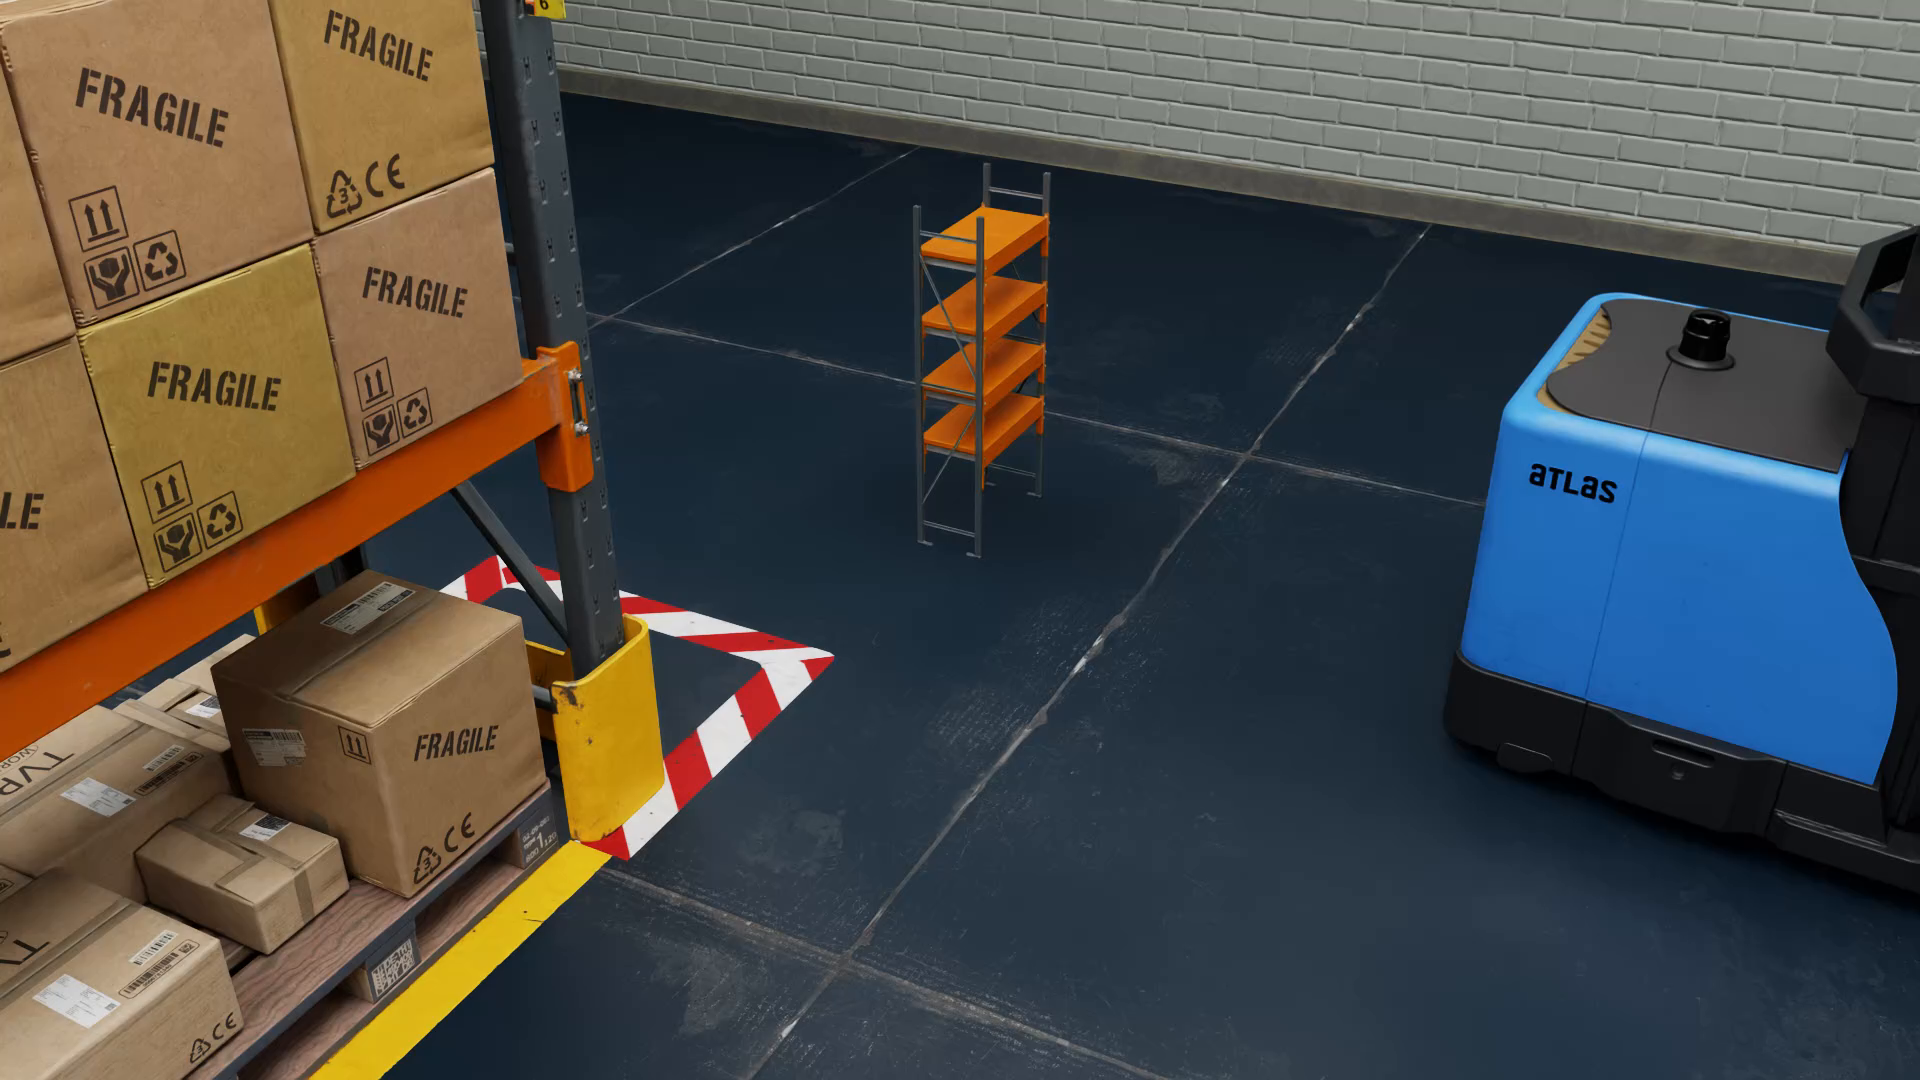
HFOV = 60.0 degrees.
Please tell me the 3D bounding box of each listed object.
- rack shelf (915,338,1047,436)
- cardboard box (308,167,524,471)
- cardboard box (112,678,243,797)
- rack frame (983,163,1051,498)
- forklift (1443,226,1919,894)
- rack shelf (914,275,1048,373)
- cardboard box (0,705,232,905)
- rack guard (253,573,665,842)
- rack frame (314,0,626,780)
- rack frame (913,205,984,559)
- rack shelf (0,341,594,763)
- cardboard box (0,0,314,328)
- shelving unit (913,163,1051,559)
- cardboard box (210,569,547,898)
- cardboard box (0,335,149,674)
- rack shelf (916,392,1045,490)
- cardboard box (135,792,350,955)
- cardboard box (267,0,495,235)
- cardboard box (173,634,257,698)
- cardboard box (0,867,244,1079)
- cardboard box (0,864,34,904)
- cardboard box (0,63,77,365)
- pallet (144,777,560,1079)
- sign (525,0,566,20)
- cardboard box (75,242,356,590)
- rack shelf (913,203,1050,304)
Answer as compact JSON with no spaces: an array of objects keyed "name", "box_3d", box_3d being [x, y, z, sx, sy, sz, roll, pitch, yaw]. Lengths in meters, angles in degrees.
[{"name":"rack shelf","box_3d":[0.075,-0.535,5.612,0.258,0.148,0.480,14,33,23]},{"name":"cardboard box","box_3d":[-1.318,-0.521,3.545,0.500,0.500,0.500,15,33,25]},{"name":"cardboard box","box_3d":[-1.966,0.518,4.239,0.380,0.166,0.250,14,33,23]},{"name":"rack frame","box_3d":[0.187,-0.702,5.767,0.240,1.200,0.015,14,33,23]},{"name":"forklift","box_3d":[2.892,-0.497,3.672,3.031,2.935,1.130,17,34,27]},{"name":"rack shelf","box_3d":[0.075,-0.729,5.501,0.258,0.148,0.480,14,33,23]},{"name":"cardboard box","box_3d":[-2.084,0.662,3.905,0.500,0.250,0.500,14,33,23]},{"name":"rack guard","box_3d":[-1.390,0.379,4.587,1.175,0.500,0.348,14,33,23]},{"name":"rack frame","box_3d":[-1.356,-0.738,4.023,1.000,3.000,0.127,14,33,23]},{"name":"rack frame","box_3d":[-0.036,-0.486,5.391,0.240,1.200,0.015,14,33,23]},{"name":"rack shelf","box_3d":[-2.267,0.460,2.659,1.077,0.370,4.000,14,33,23]},{"name":"cardboard box","box_3d":[-1.543,-0.731,2.907,0.500,0.500,0.500,15,33,25]},{"name":"shelving unit","box_3d":[0.075,-0.594,5.579,0.258,1.200,0.503,14,33,23]},{"name":"cardboard box","box_3d":[-1.384,0.452,4.019,0.500,0.500,0.500,14,33,23]},{"name":"cardboard box","box_3d":[-1.783,-0.071,2.760,0.500,0.500,0.500,15,33,24]},{"name":"rack shelf","box_3d":[0.075,-0.363,5.711,0.258,0.148,0.480,14,33,23]},{"name":"cardboard box","box_3d":[-1.649,0.756,3.825,0.380,0.166,0.250,14,33,23]},{"name":"cardboard box","box_3d":[-1.314,-0.955,3.297,0.500,0.500,0.500,14,33,23]},{"name":"cardboard box","box_3d":[-1.853,0.415,4.436,0.380,0.149,0.250,14,33,23]},{"name":"cardboard box","box_3d":[-1.844,0.975,3.360,0.500,0.250,0.500,14,33,23]},{"name":"cardboard box","box_3d":[-2.312,0.883,3.519,0.500,0.250,0.500,14,33,23]},{"name":"cardboard box","box_3d":[-1.775,-0.500,2.505,0.500,0.500,0.500,15,33,25]},{"name":"pallet","box_3d":[-1.753,0.859,4.043,1.003,0.211,1.213,14,33,23]},{"name":"sign","box_3d":[-0.871,-1.243,3.422,0.100,0.325,0.005,14,33,23]},{"name":"cardboard box","box_3d":[-1.551,-0.290,3.143,0.500,0.500,0.500,15,33,24]},{"name":"rack shelf","box_3d":[0.075,-0.934,5.383,0.258,0.148,0.480,14,33,23]}]
